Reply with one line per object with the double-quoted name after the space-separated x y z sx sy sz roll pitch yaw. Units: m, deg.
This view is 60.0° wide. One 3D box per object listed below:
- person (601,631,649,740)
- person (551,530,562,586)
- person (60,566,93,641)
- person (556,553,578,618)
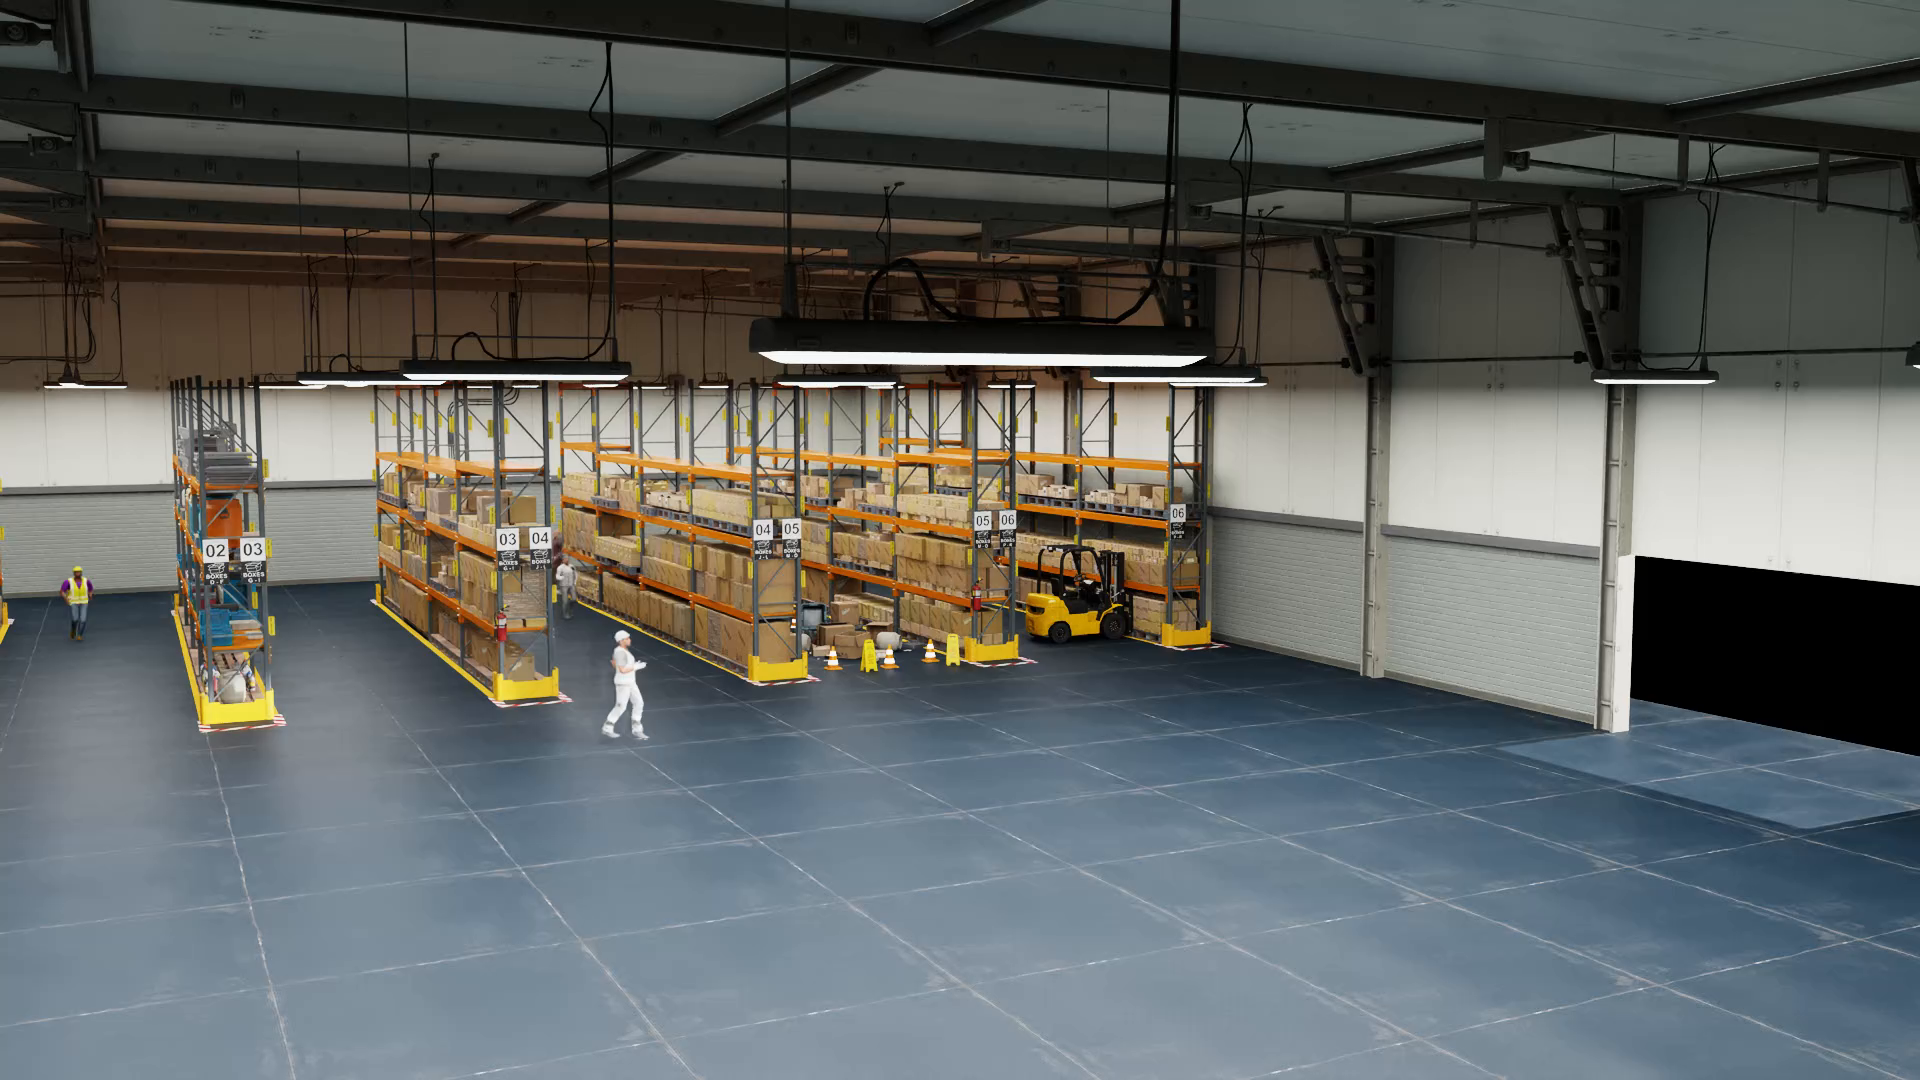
-5.498 2.394 27.246 0.765 1.832 0.632 0 5 2 "person"
-11.689 0.578 48.314 0.702 1.759 0.747 -5 7 -44 "person"
-20.241 1.464 38.186 0.676 1.720 0.571 -4 7 -40 "person"
-9.853 1.162 41.848 0.600 1.662 0.570 -3 6 -28 "person"
